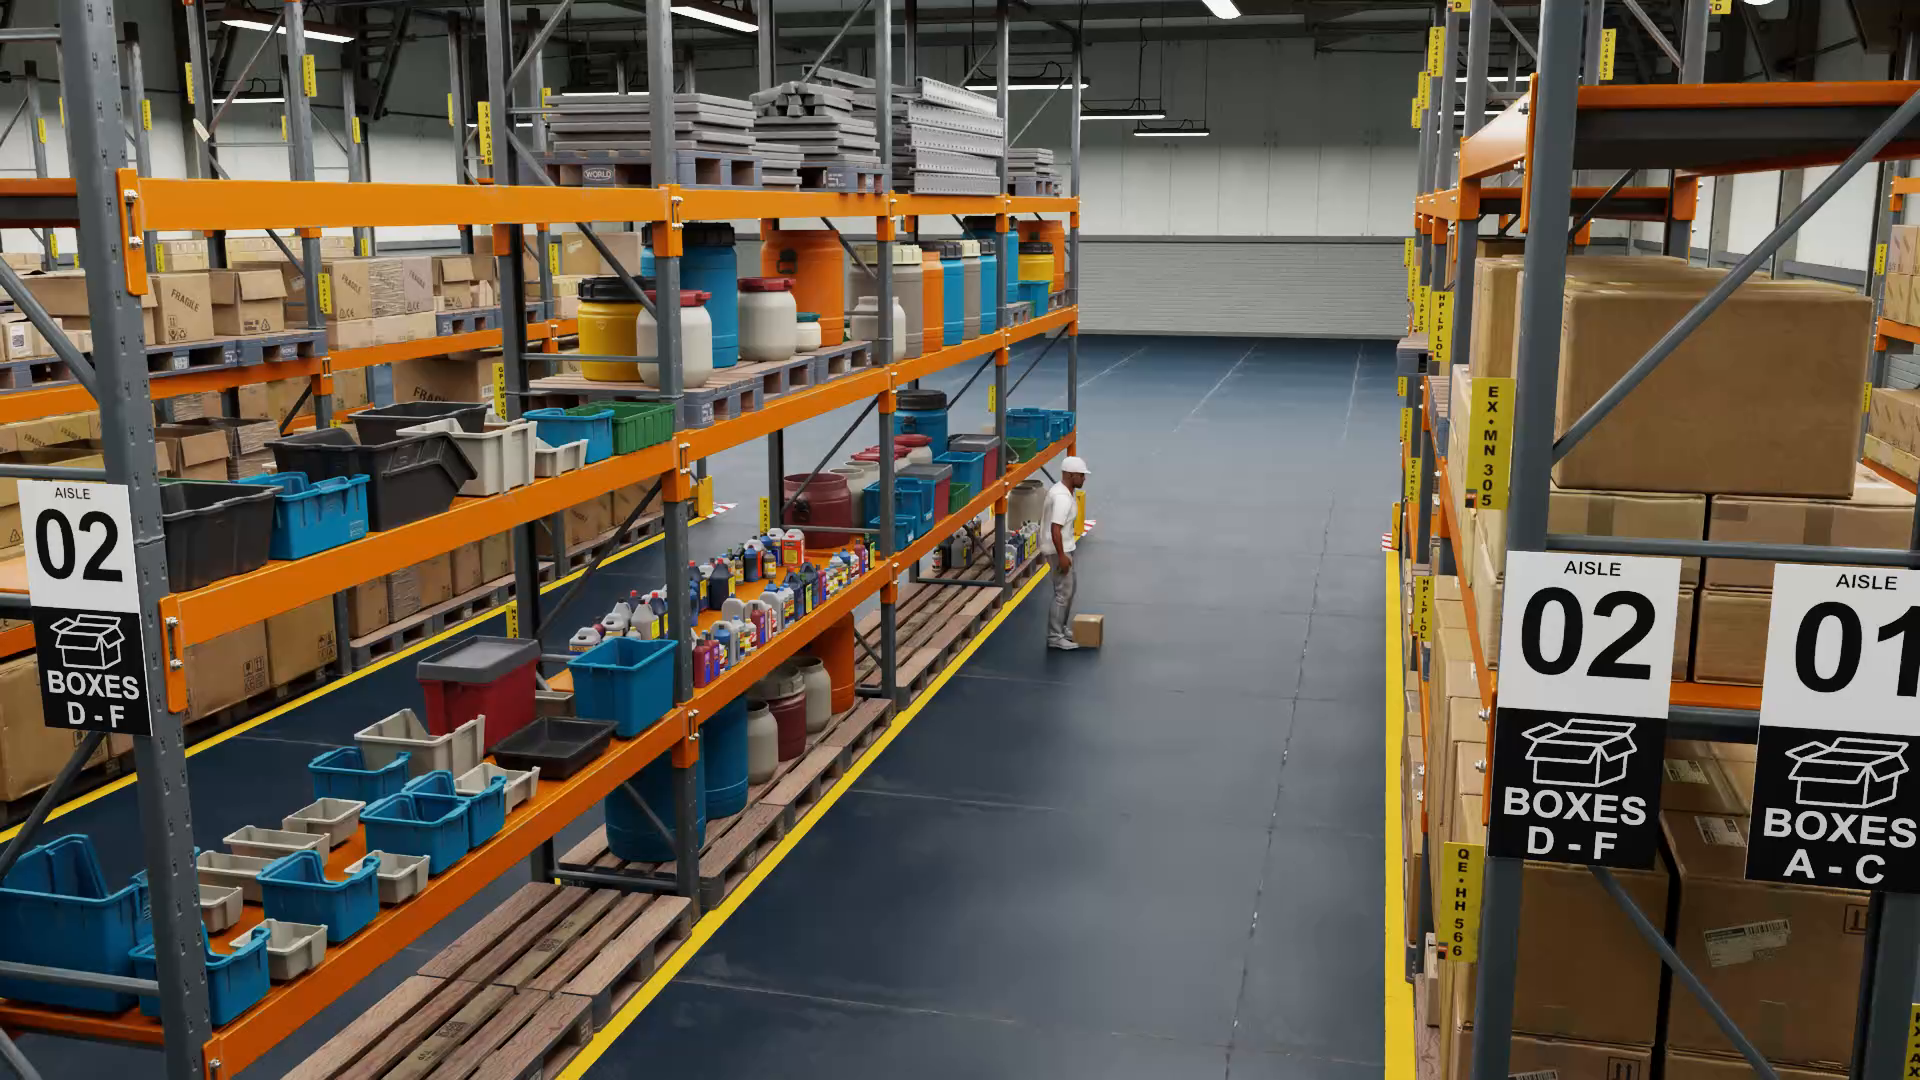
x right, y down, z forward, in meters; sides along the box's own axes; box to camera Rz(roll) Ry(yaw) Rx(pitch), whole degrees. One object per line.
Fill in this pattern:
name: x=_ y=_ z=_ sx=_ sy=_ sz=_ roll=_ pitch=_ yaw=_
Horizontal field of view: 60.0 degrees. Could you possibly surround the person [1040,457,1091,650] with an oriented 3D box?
person: x=0.972 y=0.100 z=15.409 sx=0.461 sy=1.759 sz=0.631 roll=2 pitch=12 yaw=10
